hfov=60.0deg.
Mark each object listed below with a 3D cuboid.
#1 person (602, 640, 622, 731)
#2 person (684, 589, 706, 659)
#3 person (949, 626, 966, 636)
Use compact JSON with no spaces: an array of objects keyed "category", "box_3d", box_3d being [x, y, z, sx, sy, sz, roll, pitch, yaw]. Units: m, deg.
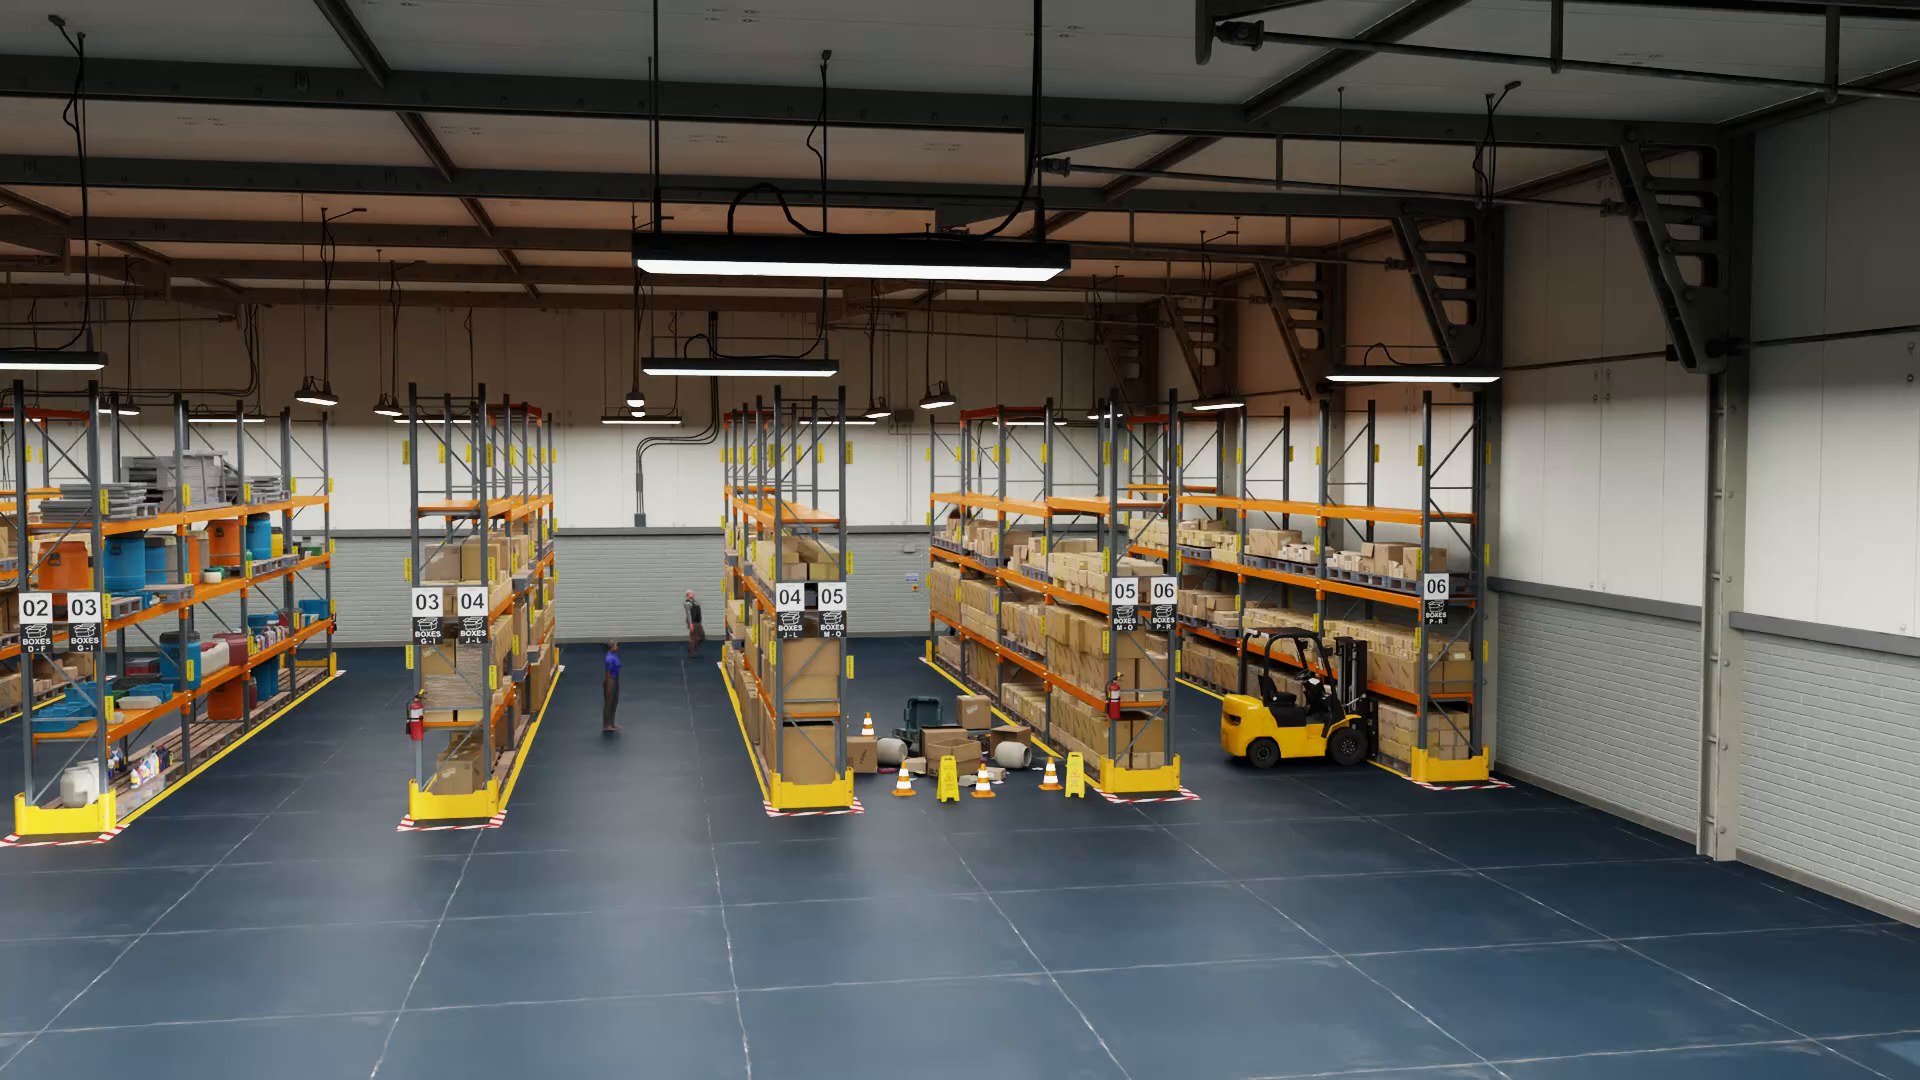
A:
[{"category":"person","box_3d":[-6.342,2.641,30.308,0.331,1.666,0.560,0,3,4]},{"category":"person","box_3d":[-6.520,2.065,40.832,0.466,1.704,0.554,1,3,13]},{"category":"person","box_3d":[-0.105,2.061,42.122,0.496,1.496,0.902,-2,3,-32]}]
